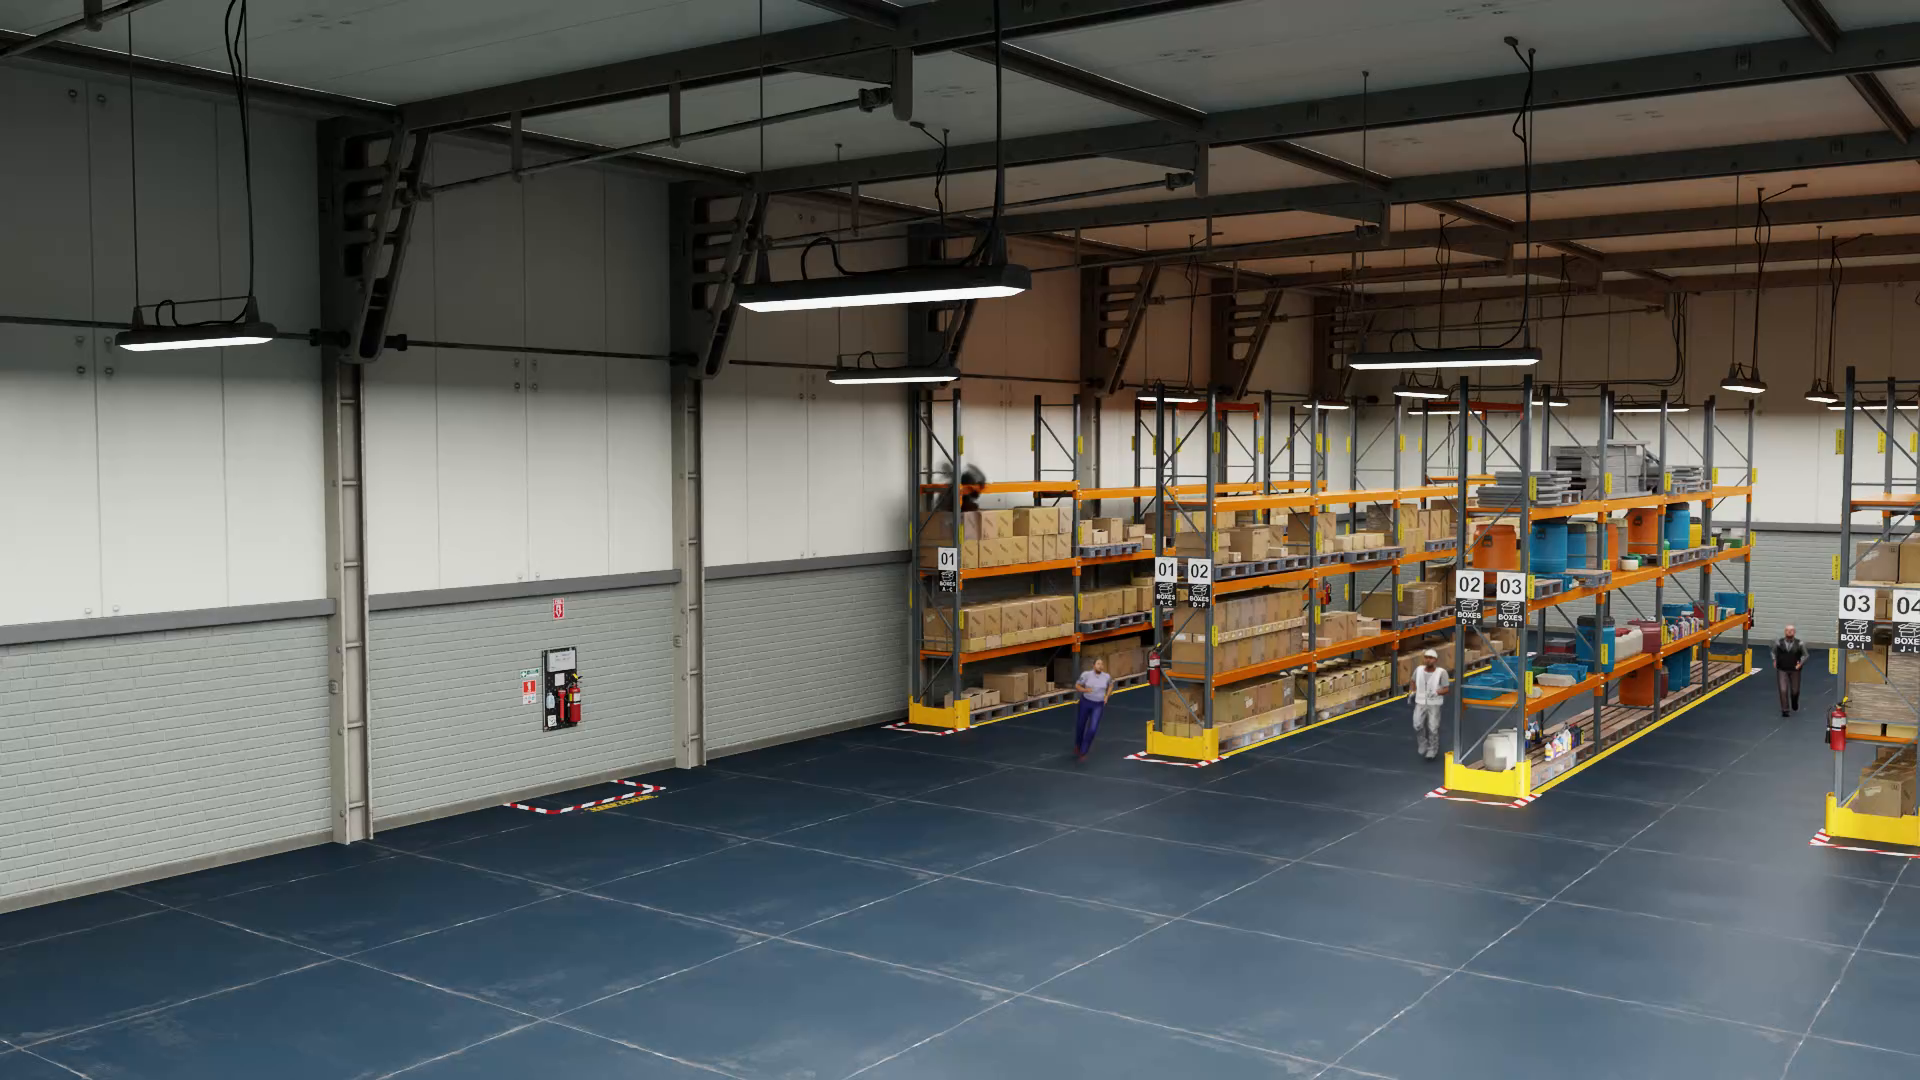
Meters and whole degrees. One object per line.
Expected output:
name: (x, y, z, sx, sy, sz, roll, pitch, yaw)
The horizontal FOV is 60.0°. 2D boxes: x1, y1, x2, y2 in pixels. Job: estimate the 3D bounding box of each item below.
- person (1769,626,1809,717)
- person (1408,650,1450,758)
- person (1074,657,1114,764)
person: (15.311, 2.413, 30.733, 0.659, 1.673, 0.614, 2, 4, 30)
person: (7.421, 2.612, 26.391, 0.670, 1.737, 0.624, 2, 4, 29)
person: (2.128, 2.683, 26.528, 0.640, 1.650, 0.844, 0, 3, 5)
